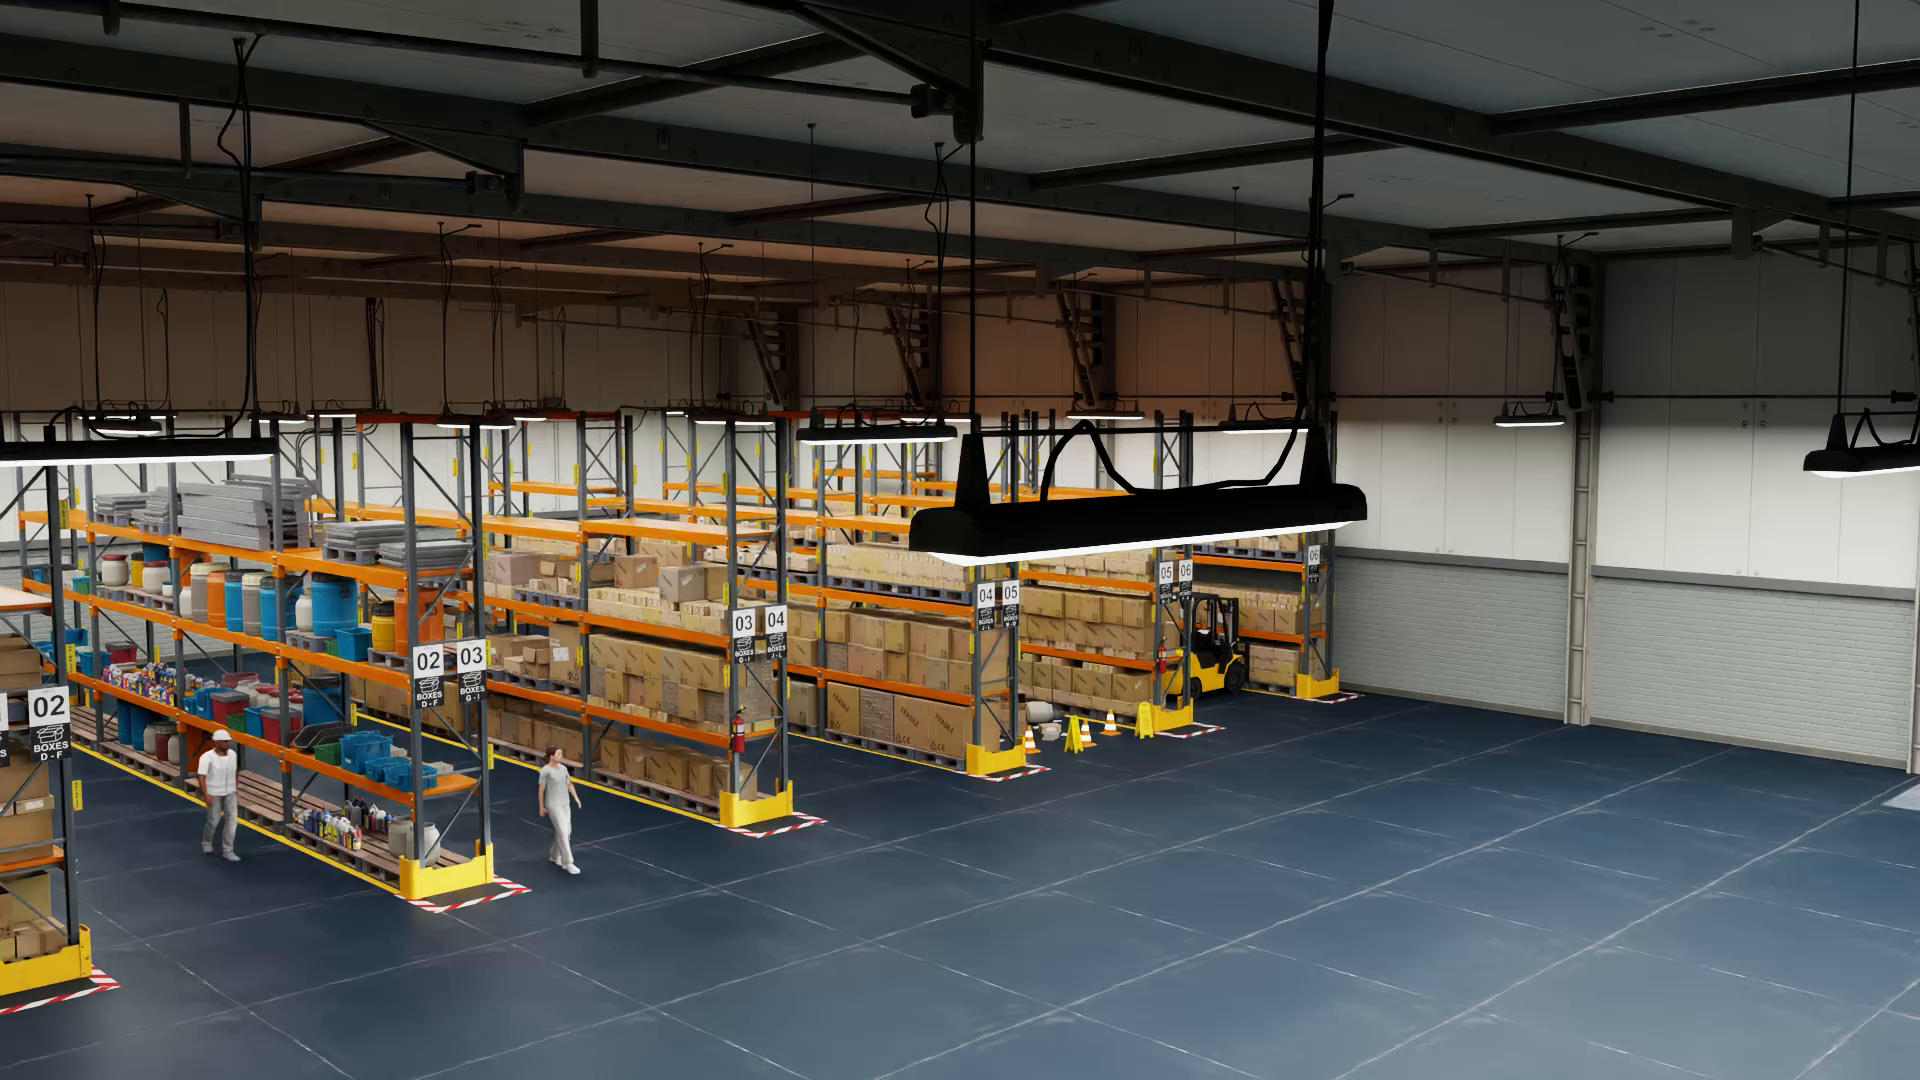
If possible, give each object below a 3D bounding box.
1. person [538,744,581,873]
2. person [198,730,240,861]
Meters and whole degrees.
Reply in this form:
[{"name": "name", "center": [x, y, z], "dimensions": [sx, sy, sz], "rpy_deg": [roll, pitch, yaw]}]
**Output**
[{"name": "person", "center": [-5.309, 3.587, 22.309], "dimensions": [0.738, 1.658, 0.470], "rpy_deg": [3, 6, 31]}, {"name": "person", "center": [-10.141, 3.493, 22.835], "dimensions": [0.749, 1.766, 0.663], "rpy_deg": [3, 6, 31]}]
